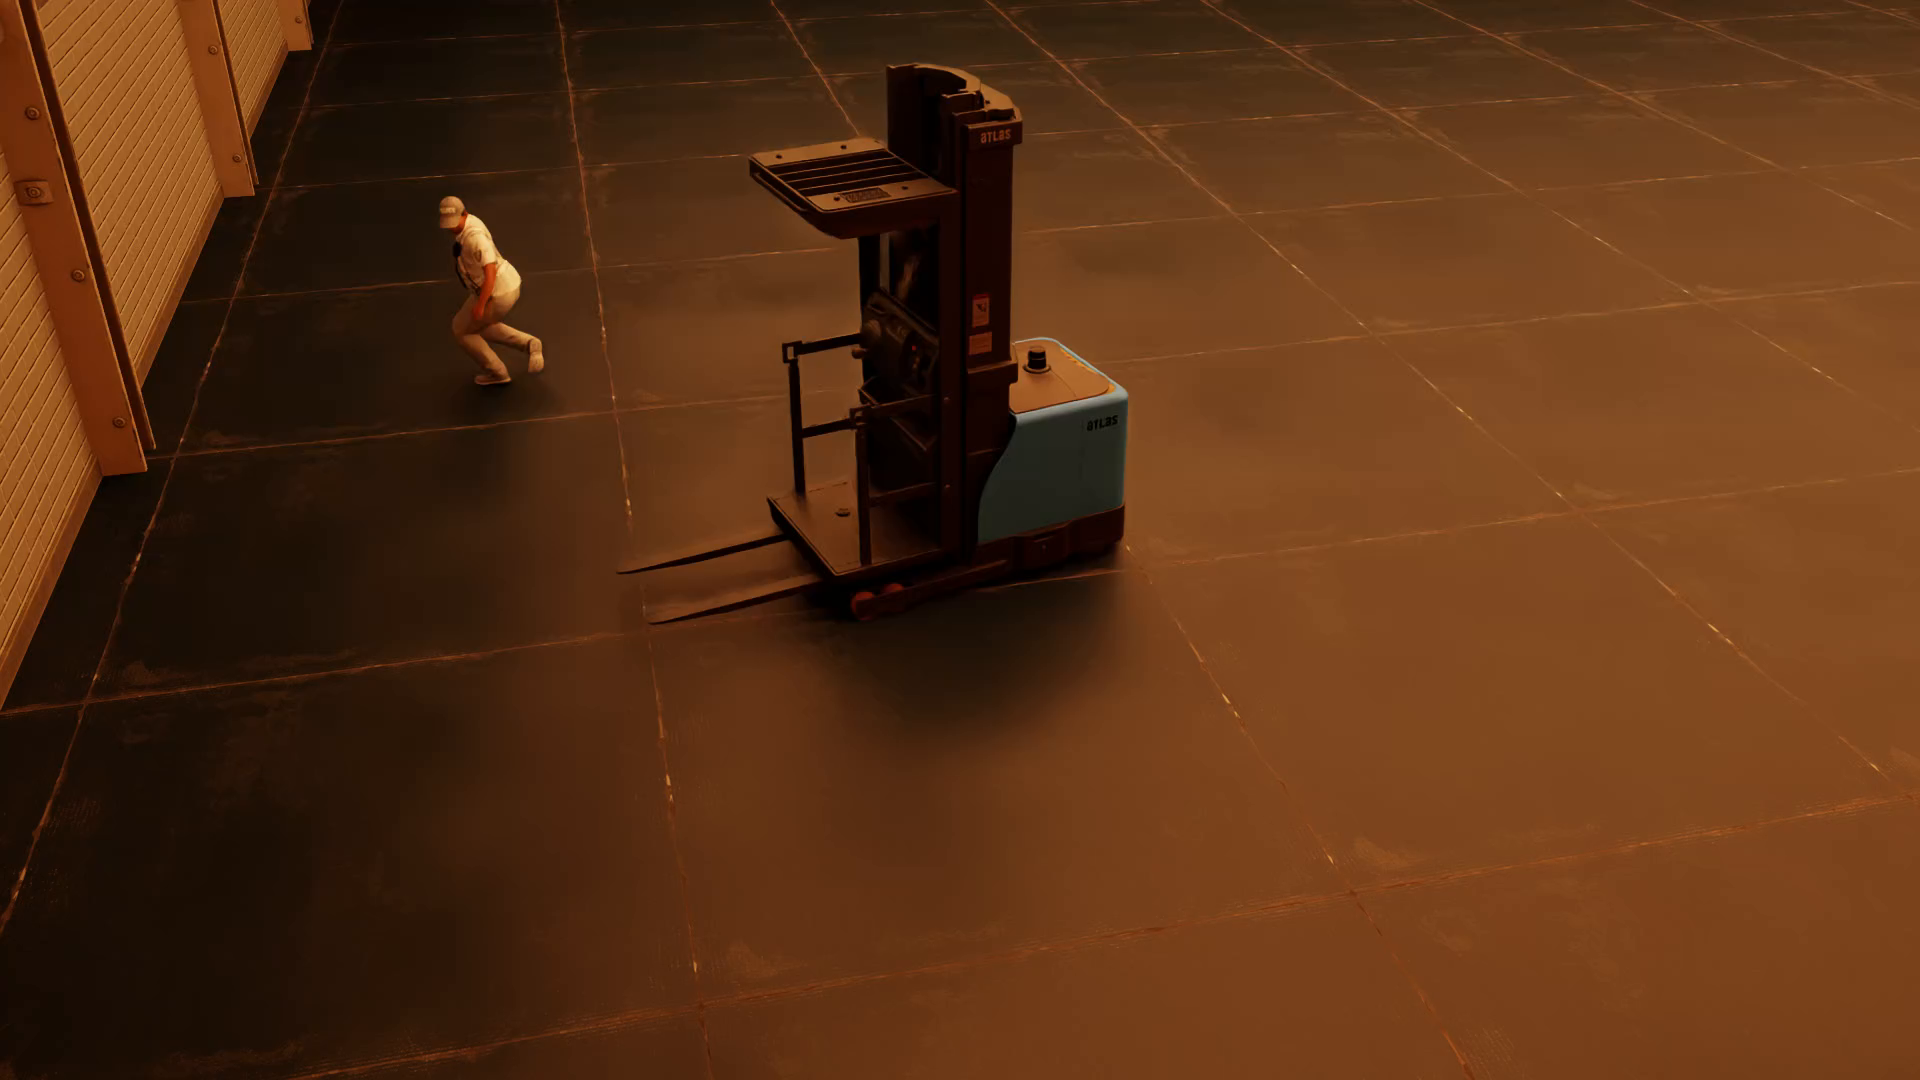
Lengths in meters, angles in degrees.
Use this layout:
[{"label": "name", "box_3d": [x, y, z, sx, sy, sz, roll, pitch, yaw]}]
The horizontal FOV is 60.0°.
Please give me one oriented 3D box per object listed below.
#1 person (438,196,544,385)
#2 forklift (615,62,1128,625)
[{"label": "person", "box_3d": [-3.471, -1.856, 12.282, 0.621, 1.456, 0.757, -2, 30, -4]}, {"label": "forklift", "box_3d": [-0.530, -1.103, 9.480, 3.031, 2.935, 1.130, -14, 33, -23]}]
